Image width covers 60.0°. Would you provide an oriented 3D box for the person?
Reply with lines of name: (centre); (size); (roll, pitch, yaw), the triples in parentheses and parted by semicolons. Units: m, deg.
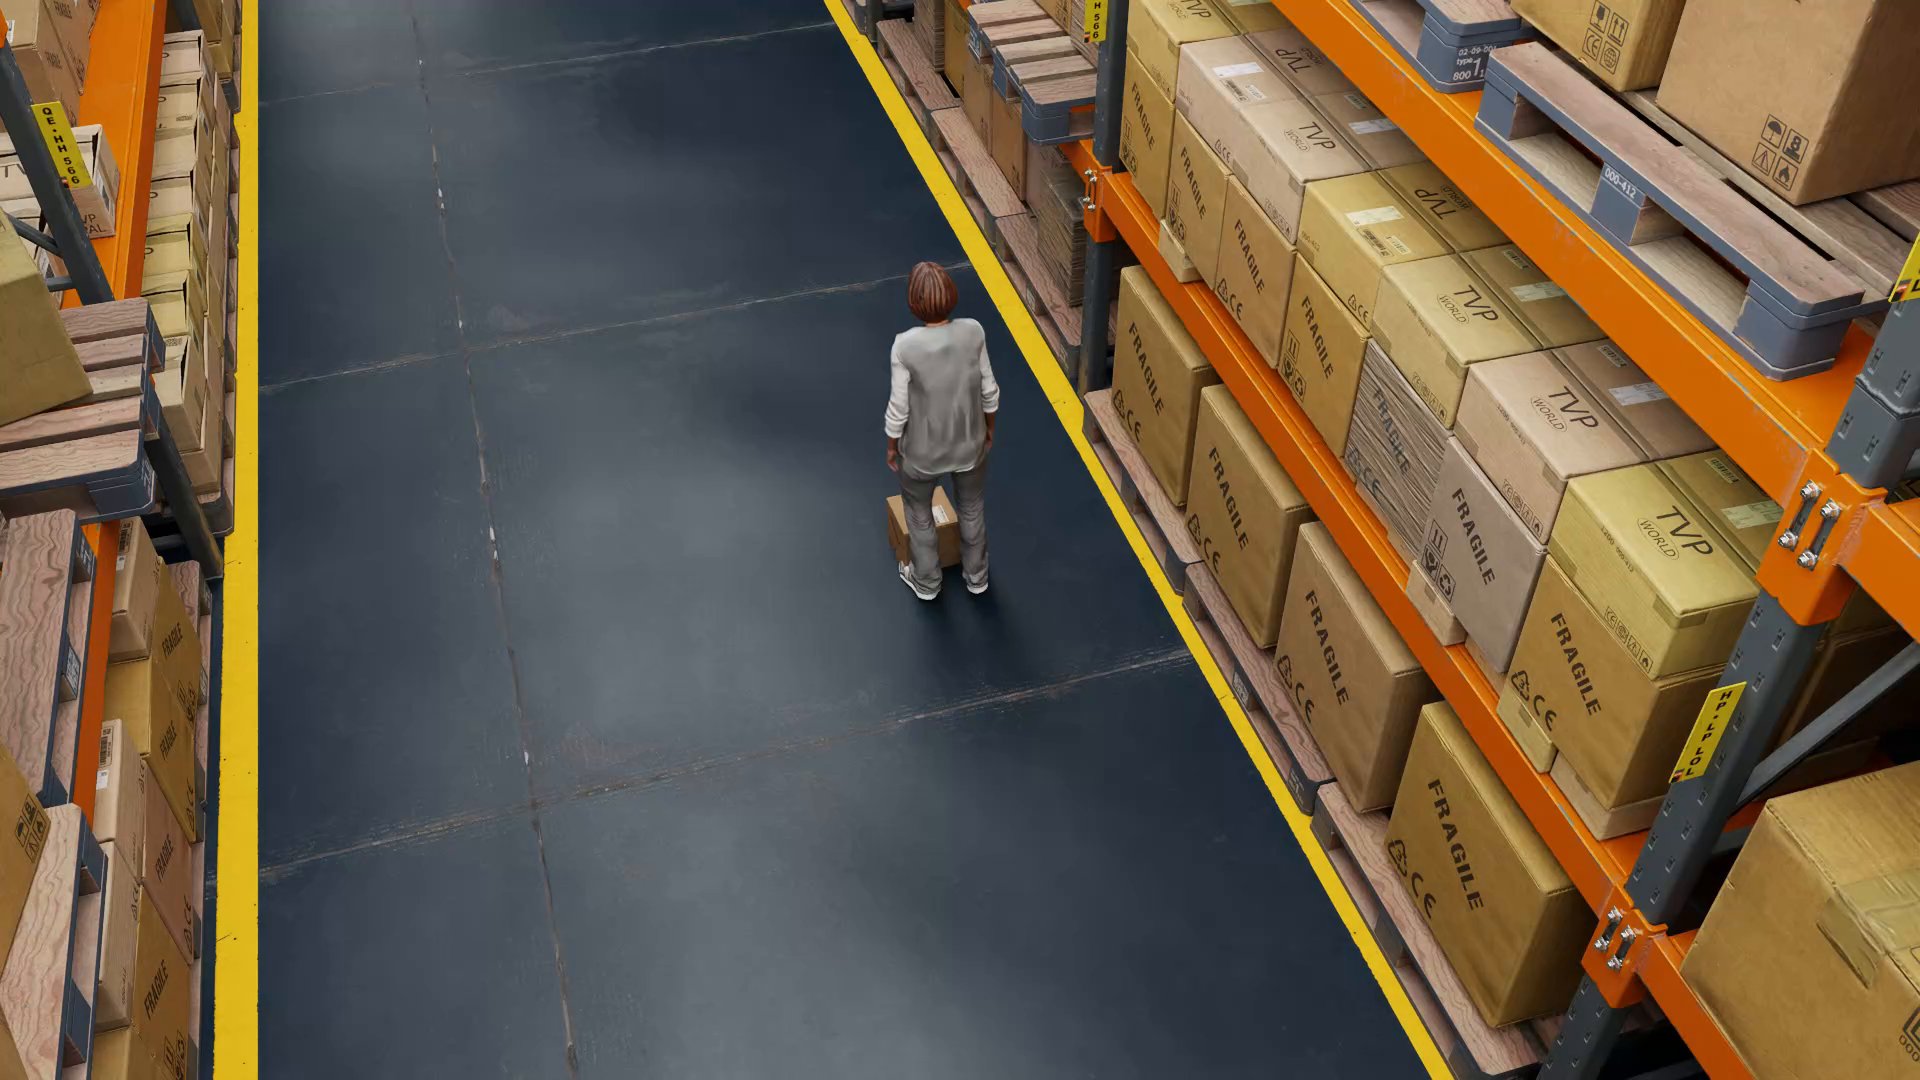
person: (-0.078, -0.382, 6.590); (0.459, 1.581, 0.372); (-12, 44, -13)
